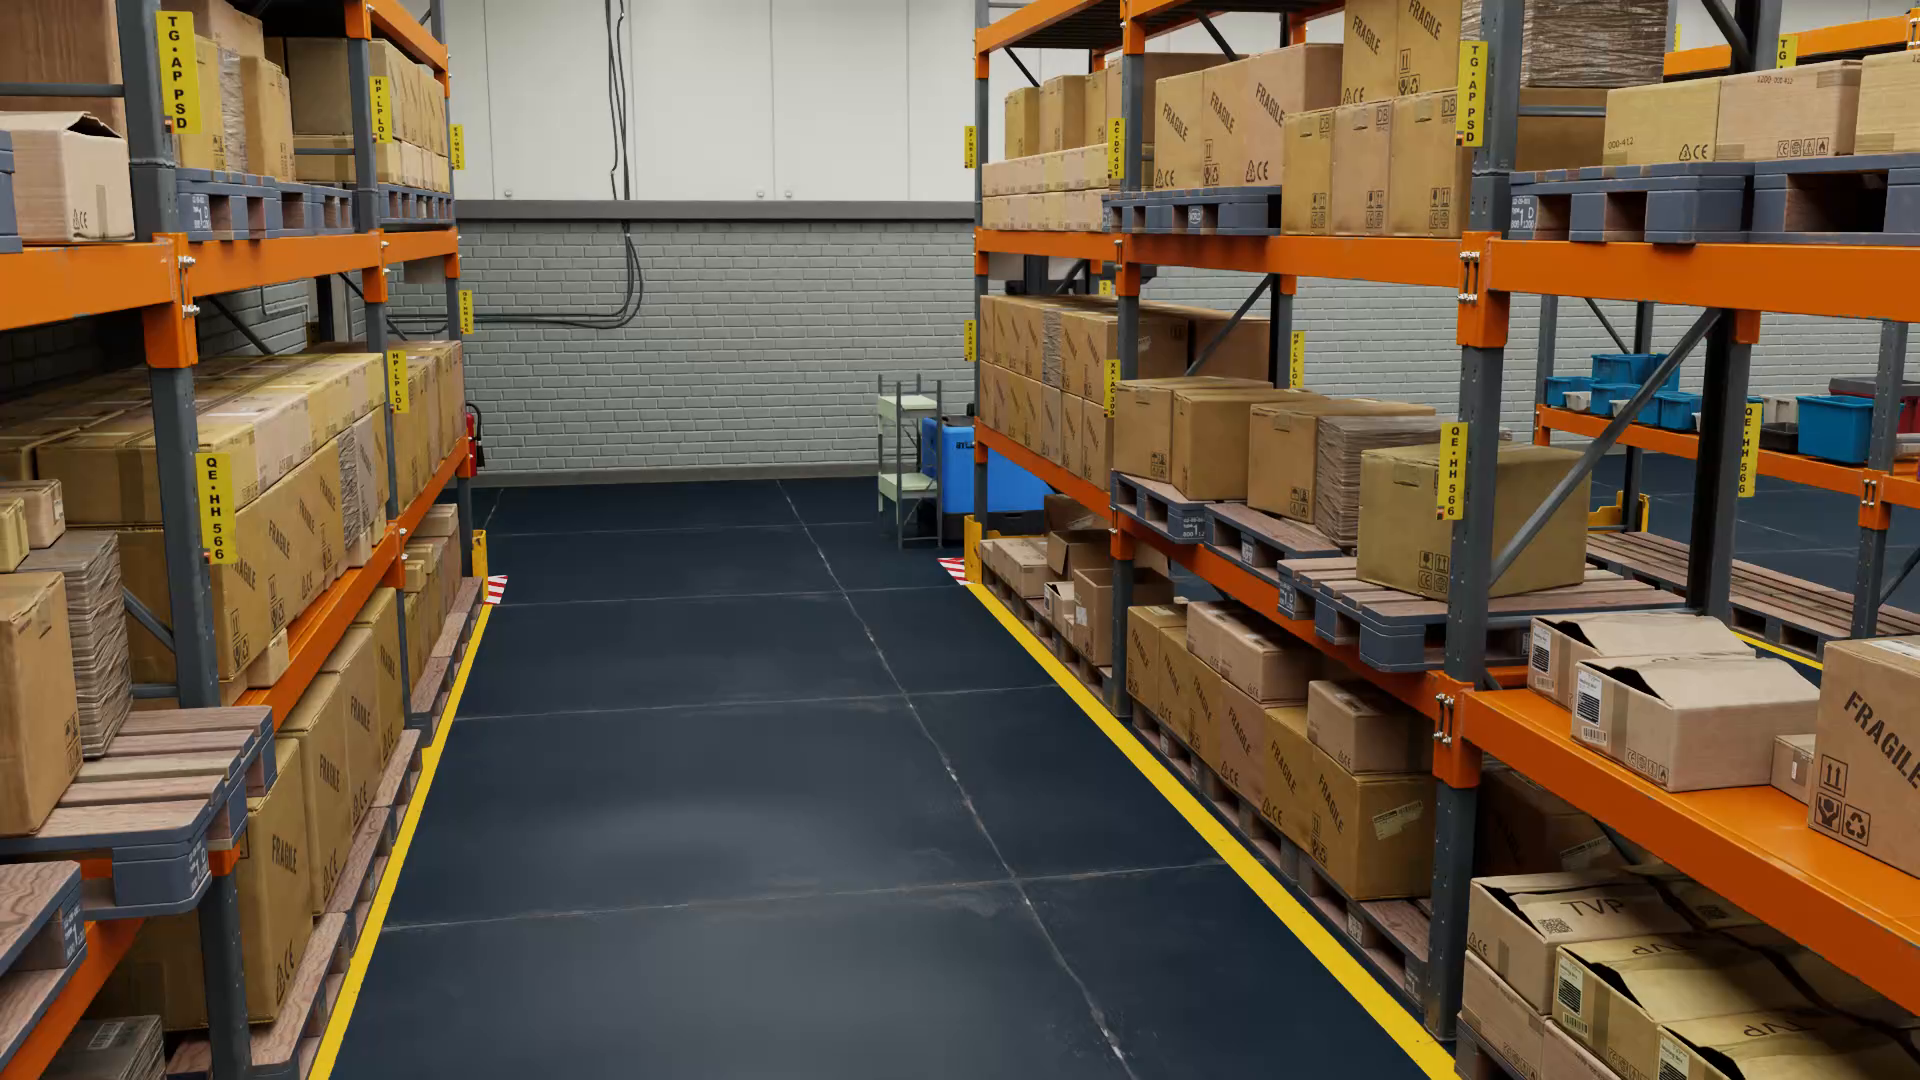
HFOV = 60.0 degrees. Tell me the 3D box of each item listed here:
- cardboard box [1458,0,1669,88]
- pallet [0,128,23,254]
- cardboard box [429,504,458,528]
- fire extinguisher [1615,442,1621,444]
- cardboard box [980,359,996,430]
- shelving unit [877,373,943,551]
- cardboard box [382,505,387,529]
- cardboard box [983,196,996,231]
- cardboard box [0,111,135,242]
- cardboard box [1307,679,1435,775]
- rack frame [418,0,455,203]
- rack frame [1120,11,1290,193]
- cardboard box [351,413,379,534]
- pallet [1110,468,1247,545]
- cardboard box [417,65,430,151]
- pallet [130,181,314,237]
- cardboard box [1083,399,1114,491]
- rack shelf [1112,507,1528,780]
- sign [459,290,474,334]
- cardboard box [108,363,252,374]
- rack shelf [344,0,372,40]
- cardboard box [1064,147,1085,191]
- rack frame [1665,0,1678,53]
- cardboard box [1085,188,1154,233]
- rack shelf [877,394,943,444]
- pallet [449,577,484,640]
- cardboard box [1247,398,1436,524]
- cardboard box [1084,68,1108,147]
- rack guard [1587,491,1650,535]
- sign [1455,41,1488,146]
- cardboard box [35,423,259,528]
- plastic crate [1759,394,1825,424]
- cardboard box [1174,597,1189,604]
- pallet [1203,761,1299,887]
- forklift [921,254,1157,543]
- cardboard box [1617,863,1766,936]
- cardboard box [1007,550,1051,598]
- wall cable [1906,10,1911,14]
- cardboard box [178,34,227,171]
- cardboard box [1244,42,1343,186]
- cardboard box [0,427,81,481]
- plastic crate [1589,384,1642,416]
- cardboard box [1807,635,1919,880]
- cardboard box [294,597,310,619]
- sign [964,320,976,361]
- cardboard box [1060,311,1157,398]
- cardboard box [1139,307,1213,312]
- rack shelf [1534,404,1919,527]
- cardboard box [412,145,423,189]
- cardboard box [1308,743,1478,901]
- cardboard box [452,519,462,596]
[{"bbox_3d":[2.094,-1.814,5.792,0.500,0.500,0.500,-2,11,-11],"label":"cardboard box"},{"bbox_3d":[-2.128,-0.493,2.300,1.213,0.211,1.003,-2,11,-11],"label":"pallet"},{"bbox_3d":[-3.803,-0.161,11.902,0.380,0.149,0.250,-2,11,-12],"label":"cardboard box"},{"bbox_3d":[5.893,-1.189,14.679,0.296,0.674,0.183,-2,11,-11],"label":"fire extinguisher"},{"bbox_3d":[0.445,-1.145,12.975,0.500,0.500,0.500,-2,11,-10],"label":"cardboard box"},{"bbox_3d":[-0.456,-0.715,14.994,0.431,1.500,0.755,-3,11,-15],"label":"shelving unit"},{"bbox_3d":[-3.120,-0.107,8.408,0.380,0.149,0.250,-2,11,-10],"label":"cardboard box"},{"bbox_3d":[0.468,-2.483,12.652,0.500,0.250,0.500,-2,11,-11],"label":"cardboard box"},{"bbox_3d":[-2.280,-0.856,3.887,0.500,0.311,0.500,-2,11,-11],"label":"cardboard box"},{"bbox_3d":[1.746,0.751,6.786,0.500,0.250,0.500,-2,11,-9],"label":"cardboard box"},{"bbox_3d":[-4.241,-3.953,11.951,1.000,3.000,0.127,-2,11,-11],"label":"rack frame"},{"bbox_3d":[1.395,-3.400,9.047,1.000,3.000,0.127,-2,11,-11],"label":"rack frame"},{"bbox_3d":[-3.017,-0.309,7.733,0.500,0.500,0.500,-2,11,-11],"label":"cardboard box"},{"bbox_3d":[1.443,-0.208,8.835,1.003,0.211,1.213,-2,11,-11],"label":"pallet"},{"bbox_3d":[-3.635,-2.718,10.489,0.500,0.500,0.500,-3,11,-14],"label":"cardboard box"},{"bbox_3d":[-3.083,-1.241,6.228,1.003,0.211,1.213,-2,11,-8],"label":"pallet"},{"bbox_3d":[1.046,-0.585,10.031,0.500,0.500,0.500,-2,11,-10],"label":"cardboard box"},{"bbox_3d":[1.784,0.267,7.748,1.077,0.370,4.000,-2,11,-11],"label":"rack shelf"},{"bbox_3d":[-3.706,-1.708,12.472,0.100,0.325,0.005,-2,11,-11],"label":"sign"},{"bbox_3d":[-3.521,-0.656,7.553,0.500,0.250,0.500,-2,11,-10],"label":"cardboard box"},{"bbox_3d":[-3.074,-2.303,6.274,1.077,0.370,4.000,-2,11,-11],"label":"rack shelf"},{"bbox_3d":[0.940,-2.270,10.194,0.500,0.250,0.500,-2,11,-11],"label":"cardboard box"},{"bbox_3d":[5.477,-4.313,13.844,1.000,3.000,0.127,-2,11,-11],"label":"rack frame"},{"bbox_3d":[1.040,-1.932,9.759,0.500,0.250,0.500,-2,11,-11],"label":"cardboard box"},{"bbox_3d":[-0.456,-1.098,14.921,0.431,0.370,0.720,-3,11,-15],"label":"rack shelf"},{"bbox_3d":[-4.009,0.508,12.018,1.003,0.211,1.213,-2,11,-11],"label":"pallet"},{"bbox_3d":[1.799,-0.387,7.869,0.700,0.500,0.500,-5,12,-25],"label":"cardboard box"},{"bbox_3d":[1.202,-2.743,10.675,0.700,0.500,0.500,-2,11,-11],"label":"cardboard box"},{"bbox_3d":[5.459,-0.142,14.660,1.175,0.500,0.348,-2,11,-11],"label":"rack guard"},{"bbox_3d":[1.640,-1.428,5.323,0.100,0.325,0.005,-2,11,-11],"label":"sign"},{"bbox_3d":[-2.526,-0.210,5.209,0.500,0.250,0.500,-2,11,-10],"label":"cardboard box"},{"bbox_3d":[6.138,-0.891,12.063,0.437,0.282,0.530,-2,11,-11],"label":"plastic crate"},{"bbox_3d":[1.348,0.480,11.109,0.380,0.166,0.250,-2,11,-11],"label":"cardboard box"},{"bbox_3d":[1.831,1.289,7.914,1.003,0.211,1.213,-2,11,-11],"label":"pallet"},{"bbox_3d":[1.201,-1.527,15.435,3.031,2.935,1.130,-3,11,-13],"label":"forklift"},{"bbox_3d":[2.516,1.237,5.461,0.500,0.311,0.500,-2,11,-10],"label":"cardboard box"},{"bbox_3d":[0.639,0.241,12.137,0.500,0.250,0.500,-2,11,-11],"label":"cardboard box"},{"bbox_3d":[12.616,-7.236,20.597,2.277,5.999,0.120,-2,11,-11],"label":"wall cable"},{"bbox_3d":[-3.085,-1.561,5.965,0.700,0.500,0.500,-2,11,-8],"label":"cardboard box"},{"bbox_3d":[1.683,-1.892,7.485,0.600,0.600,0.600,-3,11,-13],"label":"cardboard box"},{"bbox_3d":[-3.028,-0.186,5.082,0.500,0.250,0.500,-2,11,-9],"label":"cardboard box"},{"bbox_3d":[5.330,-1.135,13.480,0.416,0.233,0.300,-2,11,-11],"label":"plastic crate"},{"bbox_3d":[2.515,0.539,4.130,0.500,0.500,0.500,-3,11,-14],"label":"cardboard box"},{"bbox_3d":[-2.831,0.225,6.663,0.380,0.149,0.250,-2,11,-11],"label":"cardboard box"},{"bbox_3d":[0.085,-1.592,13.278,0.100,0.325,0.005,-2,11,-11],"label":"sign"},{"bbox_3d":[0.940,-1.171,10.436,0.500,0.500,0.500,-2,11,-12],"label":"cardboard box"},{"bbox_3d":[1.379,-1.279,11.005,0.500,0.500,0.500,-2,11,-13],"label":"cardboard box"},{"bbox_3d":[5.866,-0.646,12.545,1.077,0.370,4.000,-2,11,-11],"label":"rack shelf"},{"bbox_3d":[-3.531,-2.252,10.046,0.500,0.250,0.500,-2,11,-13],"label":"cardboard box"},{"bbox_3d":[1.761,1.129,6.803,0.500,0.500,0.500,-2,11,-9],"label":"cardboard box"},{"bbox_3d":[-4.007,0.141,12.051,0.700,0.500,0.500,-2,11,-11],"label":"cardboard box"}]
